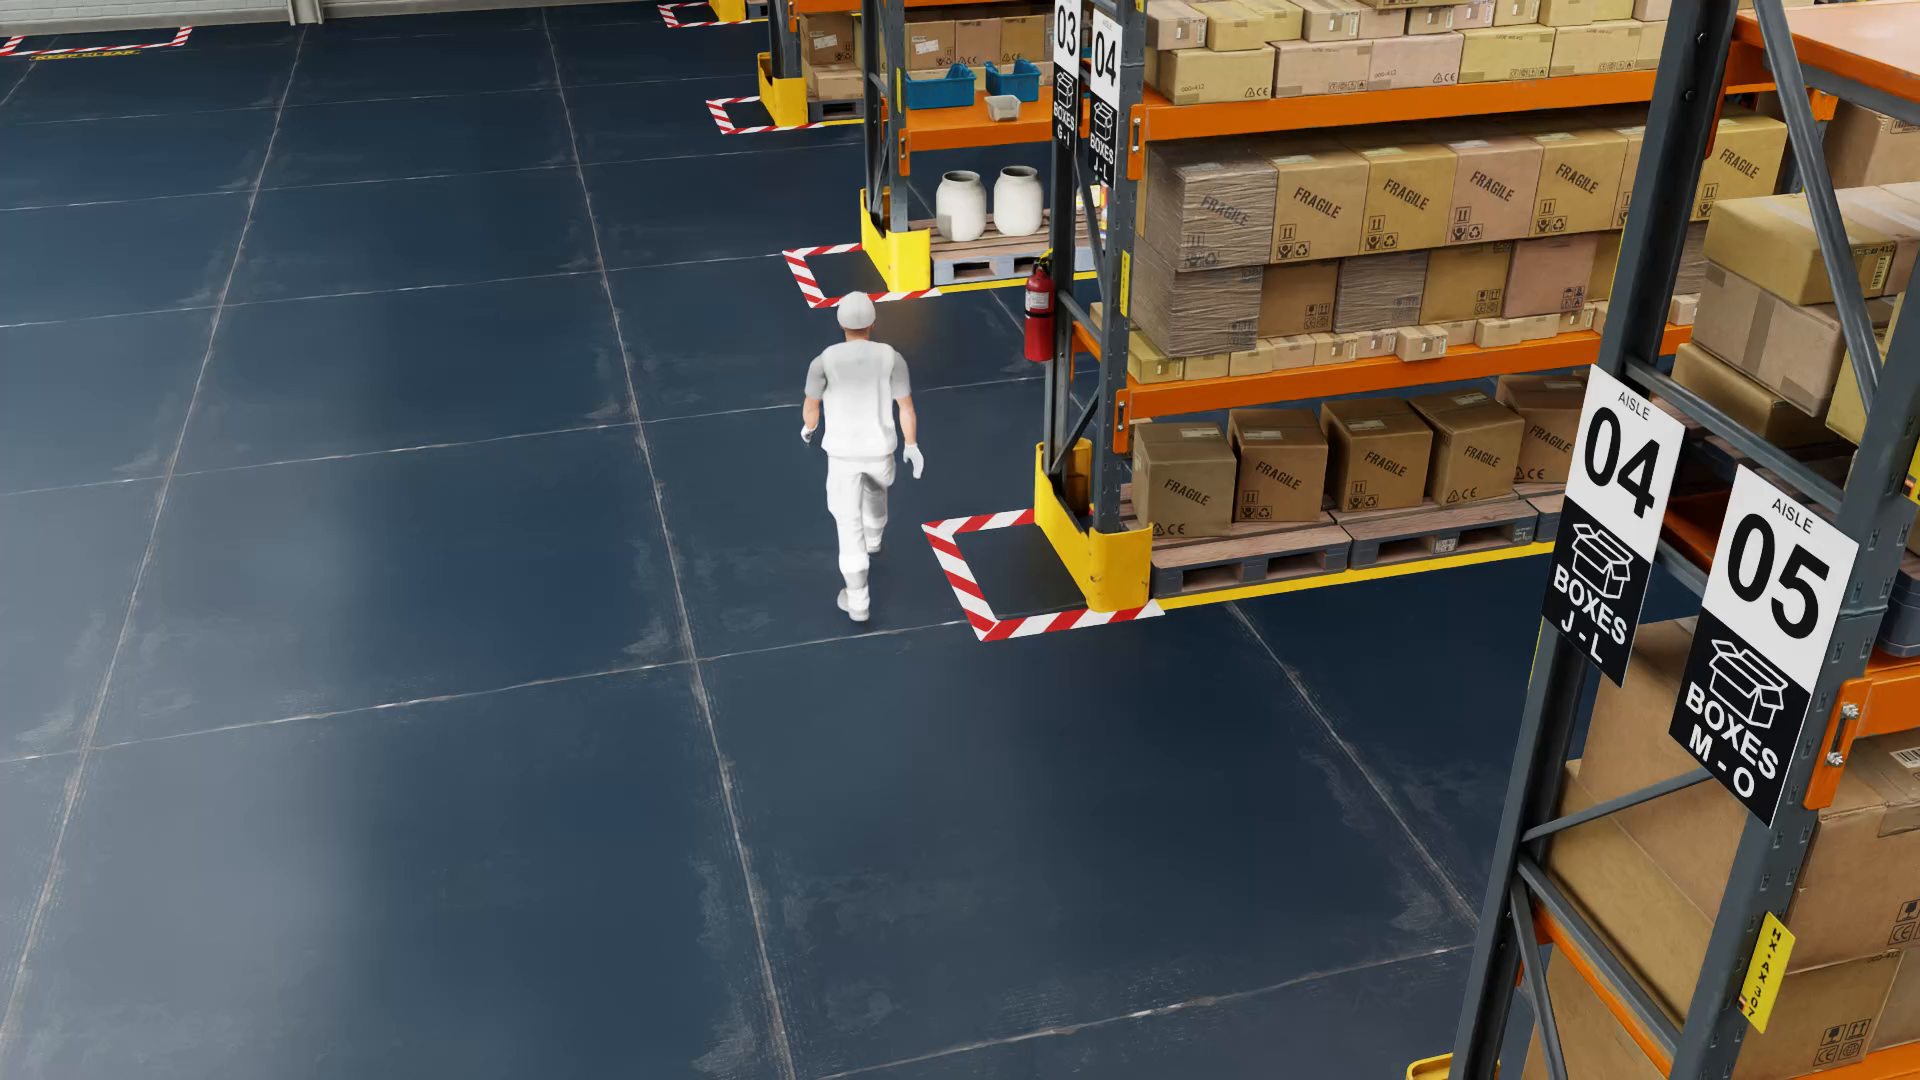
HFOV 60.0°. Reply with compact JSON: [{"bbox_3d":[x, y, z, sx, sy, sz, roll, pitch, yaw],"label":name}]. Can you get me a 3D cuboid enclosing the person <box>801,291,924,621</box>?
[{"bbox_3d":[-0.535,-0.531,9.159,0.623,1.738,1.029,-7,31,-11],"label":"person"}]
